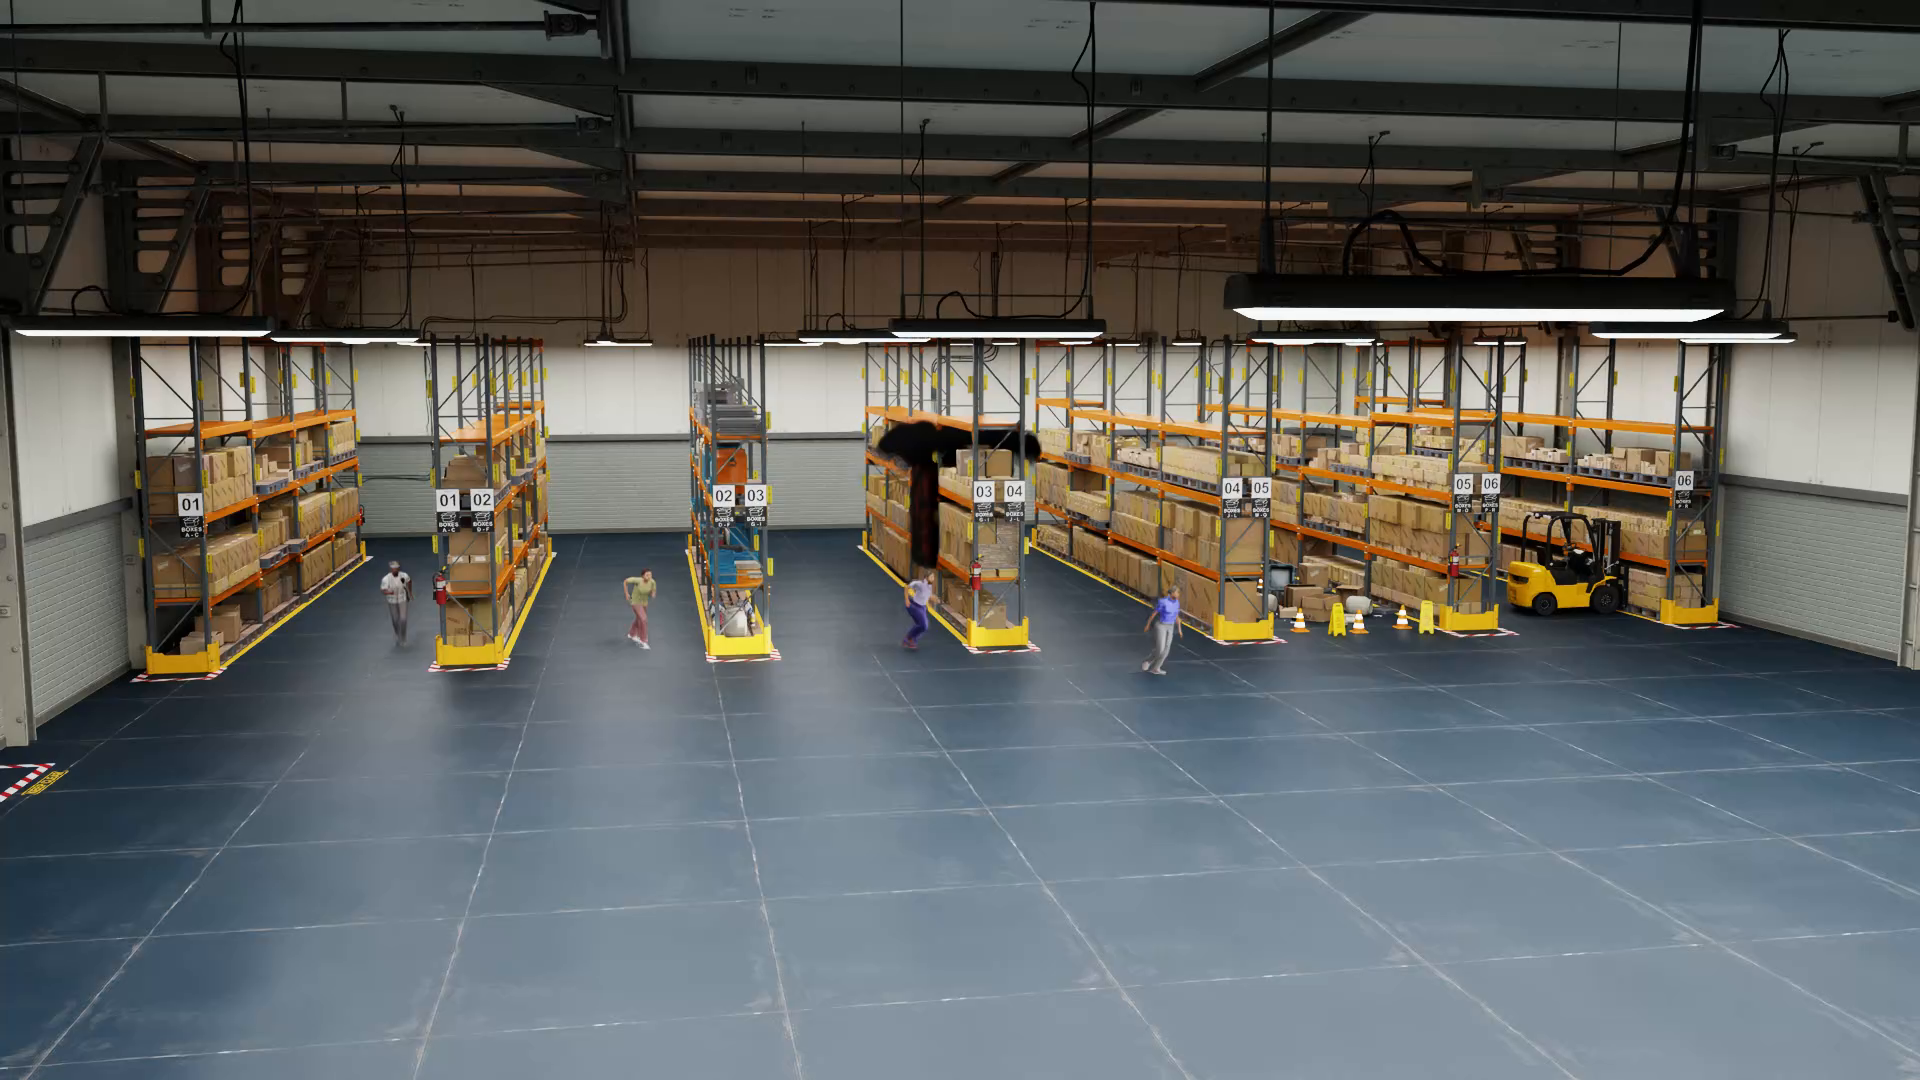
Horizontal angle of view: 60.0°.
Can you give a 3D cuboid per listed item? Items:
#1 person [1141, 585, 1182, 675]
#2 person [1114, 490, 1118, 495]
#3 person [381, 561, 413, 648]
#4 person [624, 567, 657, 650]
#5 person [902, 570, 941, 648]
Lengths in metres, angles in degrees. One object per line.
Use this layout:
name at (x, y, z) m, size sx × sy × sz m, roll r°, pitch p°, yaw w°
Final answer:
person at (3.563, 1.577, 29.337) m, size 0.632 × 1.611 × 0.552 m, roll -5°, pitch 8°, yaw -36°
person at (4.700, -0.651, 48.631) m, size 0.879 × 1.587 × 0.486 m, roll 6°, pitch 9°, yaw 40°
person at (-10.896, 1.216, 32.218) m, size 0.579 × 1.680 × 0.948 m, roll -2°, pitch 7°, yaw -15°
person at (-6.198, 1.301, 32.035) m, size 0.624 × 1.623 × 0.942 m, roll -5°, pitch 8°, yaw -36°
person at (-0.760, 1.330, 31.672) m, size 0.810 × 1.528 × 0.613 m, roll 3°, pitch 7°, yaw 28°
